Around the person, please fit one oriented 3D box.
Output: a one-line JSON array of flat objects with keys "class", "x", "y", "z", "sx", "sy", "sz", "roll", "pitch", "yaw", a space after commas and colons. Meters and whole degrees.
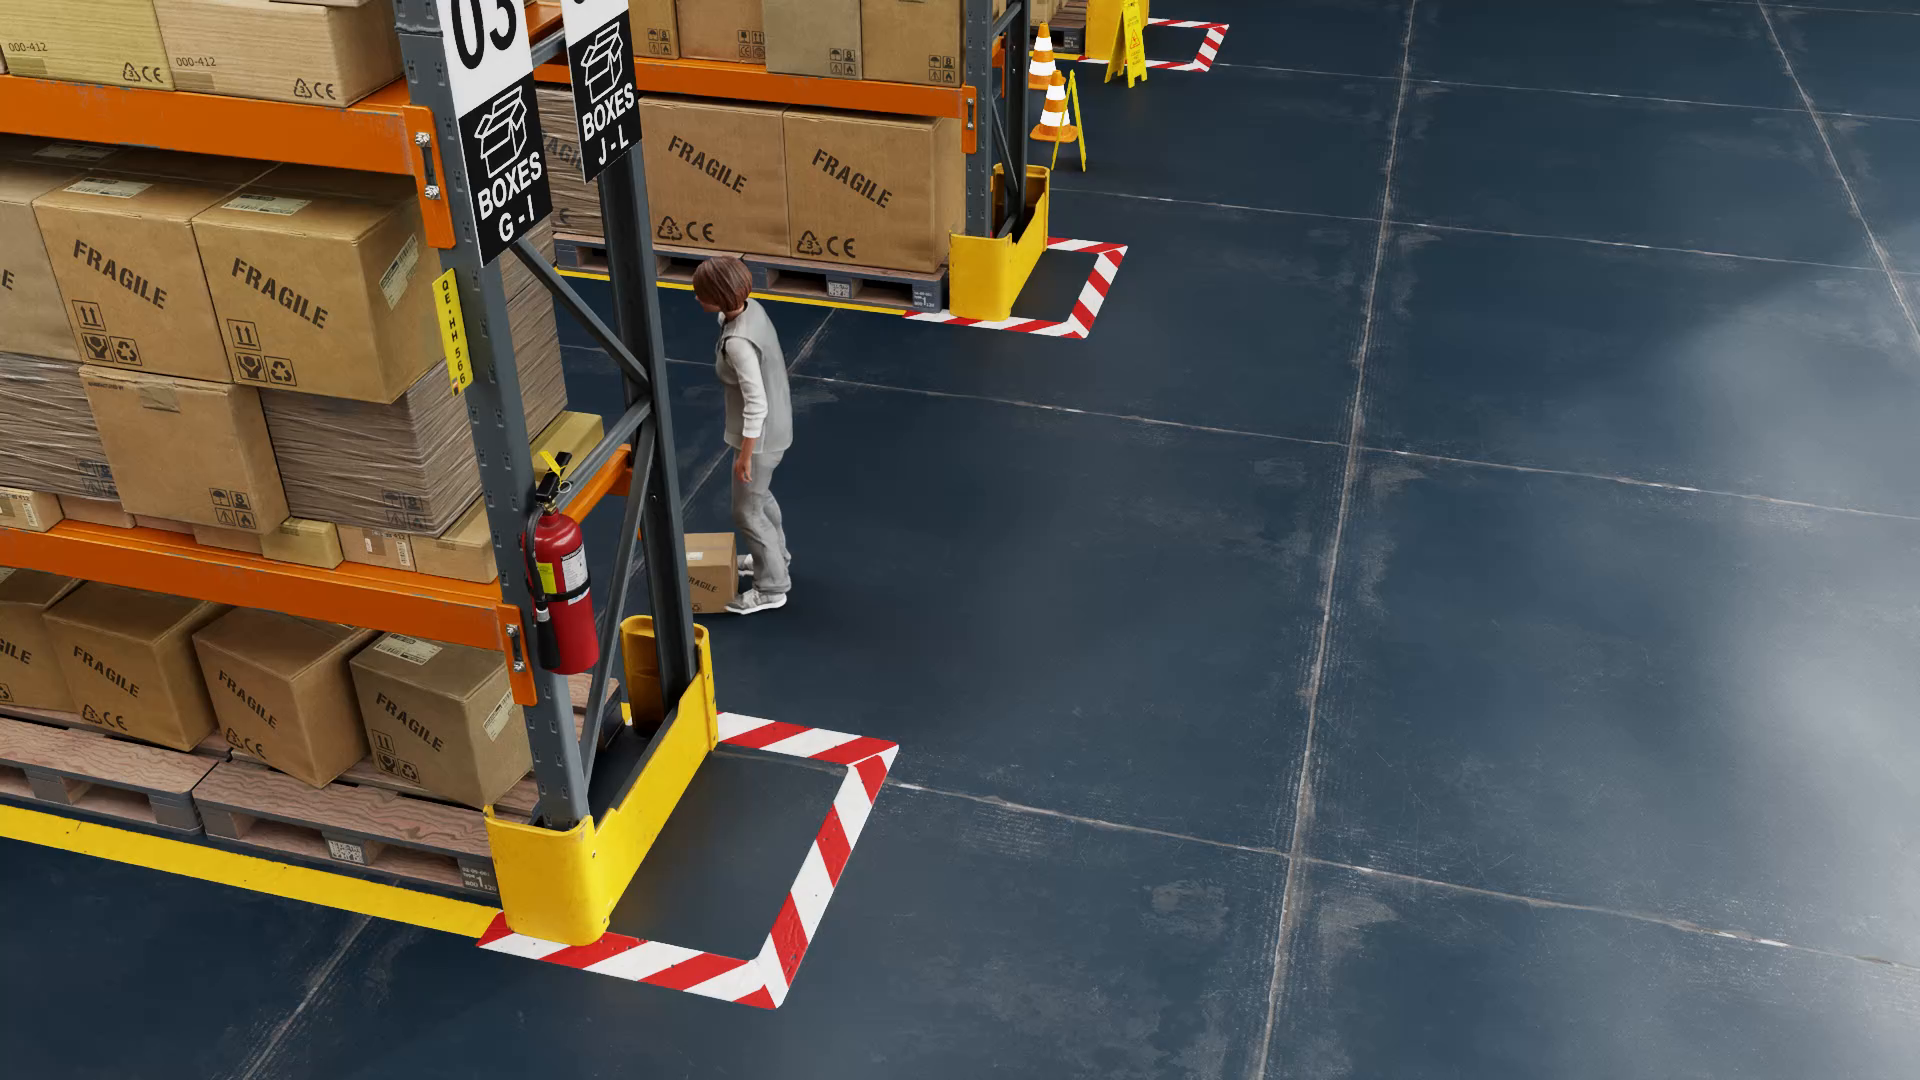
[{"class": "person", "x": -0.855, "y": -0.431, "z": 6.806, "sx": 0.345, "sy": 1.592, "sz": 0.486, "roll": -3, "pitch": 33, "yaw": -4}]
